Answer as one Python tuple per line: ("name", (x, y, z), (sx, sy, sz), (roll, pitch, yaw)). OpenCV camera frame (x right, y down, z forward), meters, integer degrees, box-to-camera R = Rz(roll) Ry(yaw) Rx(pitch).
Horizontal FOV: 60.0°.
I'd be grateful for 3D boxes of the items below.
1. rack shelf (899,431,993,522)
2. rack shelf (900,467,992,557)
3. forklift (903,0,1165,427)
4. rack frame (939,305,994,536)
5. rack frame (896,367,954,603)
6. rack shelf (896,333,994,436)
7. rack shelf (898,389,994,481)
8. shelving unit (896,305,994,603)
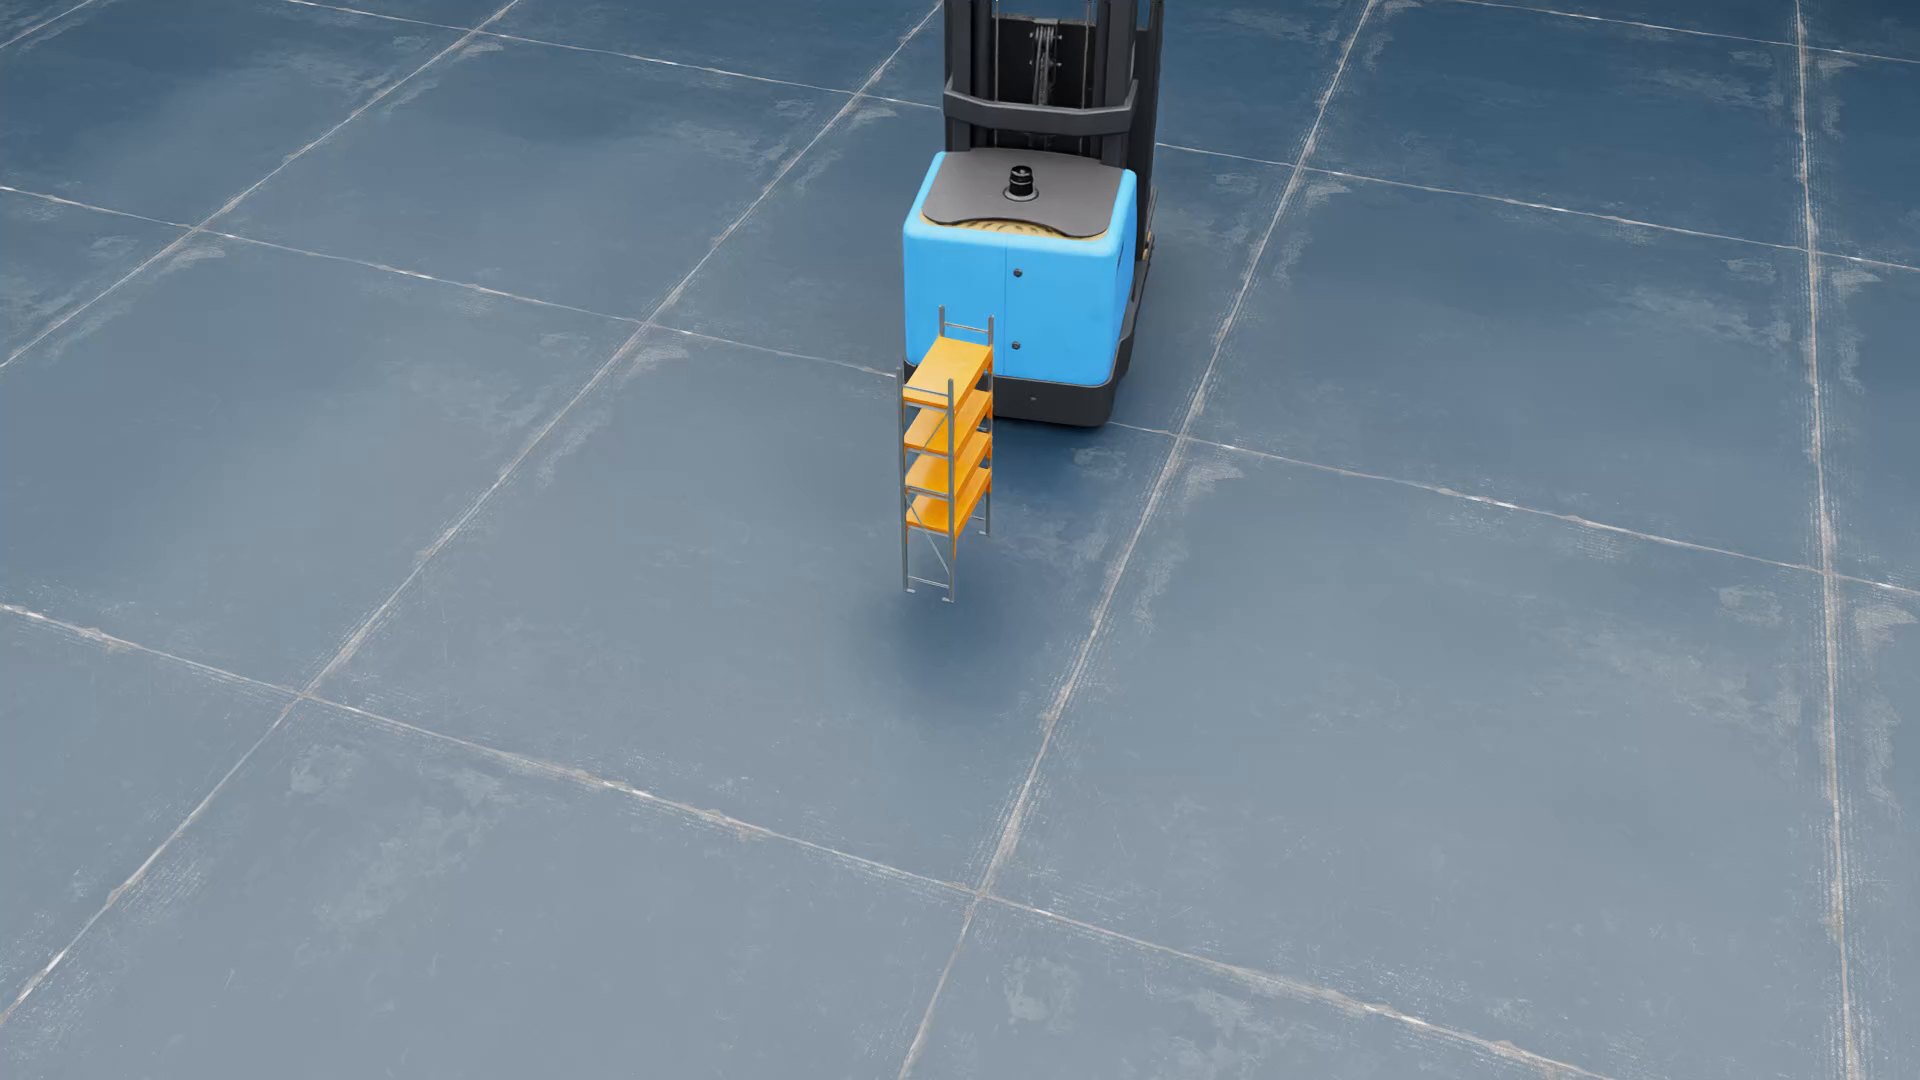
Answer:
("rack shelf", (-0.057, -0.304, 7.240), (0.258, 0.148, 0.480), (13, 42, 15))
("rack shelf", (-0.057, -0.153, 7.368), (0.258, 0.148, 0.480), (13, 42, 15))
("forklift", (0.513, -2.641, 8.540), (1.130, 2.935, 3.031), (7, 41, 9))
("rack frame", (0.027, -0.504, 7.370), (0.240, 1.200, 0.015), (13, 42, 15))
("rack frame", (-0.140, -0.207, 7.021), (0.240, 1.200, 0.015), (13, 42, 15))
("rack shelf", (-0.057, -0.654, 6.941), (0.258, 0.148, 0.480), (13, 42, 15))
("rack shelf", (-0.057, -0.474, 7.094), (0.258, 0.148, 0.480), (13, 42, 15))
("shelving unit", (-0.057, -0.355, 7.196), (0.258, 1.200, 0.503), (13, 42, 15))
